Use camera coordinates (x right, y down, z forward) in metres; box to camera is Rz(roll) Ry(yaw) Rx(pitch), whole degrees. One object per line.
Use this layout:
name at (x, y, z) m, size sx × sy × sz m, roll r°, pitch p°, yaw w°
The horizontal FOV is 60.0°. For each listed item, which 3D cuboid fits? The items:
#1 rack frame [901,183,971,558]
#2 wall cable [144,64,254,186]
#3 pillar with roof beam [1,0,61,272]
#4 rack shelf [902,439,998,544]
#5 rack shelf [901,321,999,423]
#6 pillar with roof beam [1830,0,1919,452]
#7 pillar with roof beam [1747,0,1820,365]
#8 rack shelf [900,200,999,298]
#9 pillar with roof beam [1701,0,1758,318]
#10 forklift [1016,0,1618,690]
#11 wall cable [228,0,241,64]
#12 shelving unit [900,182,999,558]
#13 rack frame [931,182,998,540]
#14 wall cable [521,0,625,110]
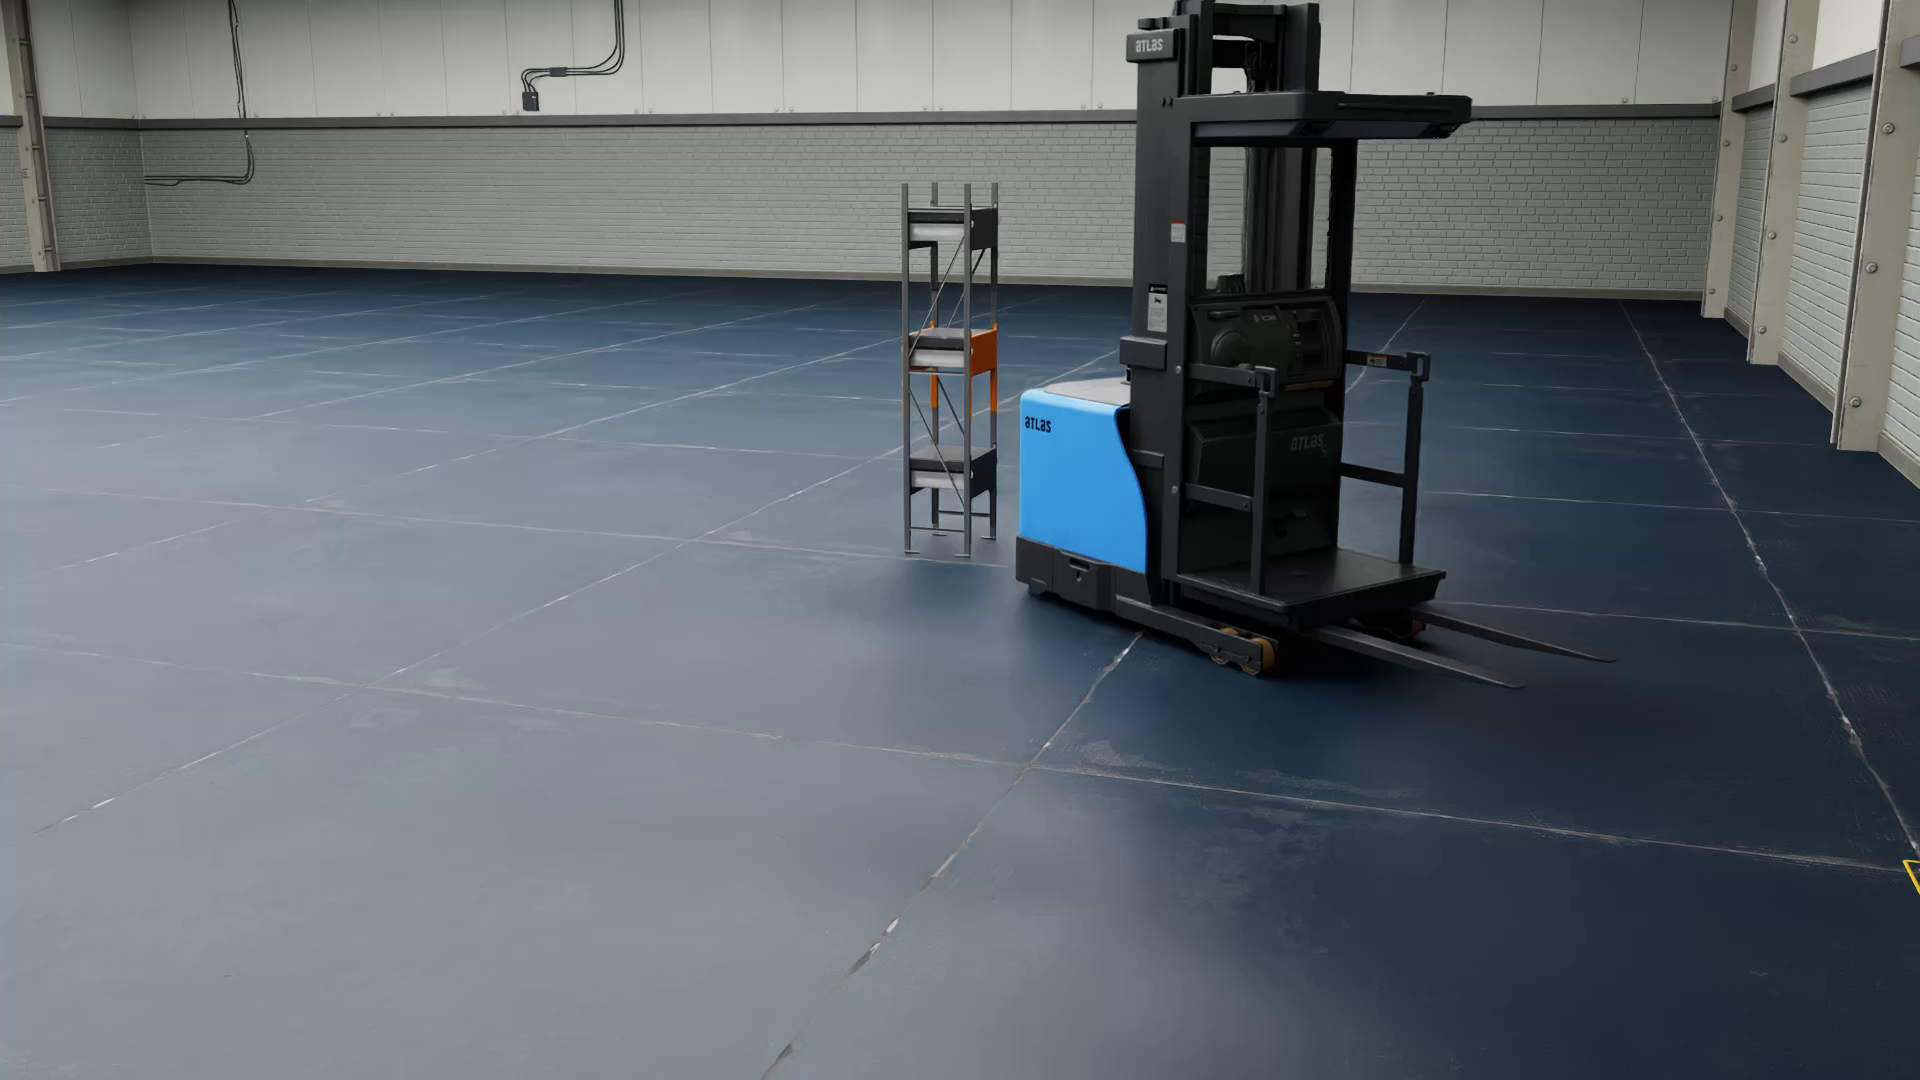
rack frame at (-0.133, -0.937, 9.376) m, size 0.400 × 2.100 × 0.015 m, roll 4°, pitch 14°, yaw 18°
wall cable at (-16.589, -8.934, 35.887) m, size 3.097 × 2.526 × 0.112 m, roll 4°, pitch 14°, yaw 18°
pillar with roof beam at (-14.720, -9.613, 31.883) m, size 9.100 × 9.000 × 0.400 m, roll 4°, pitch 14°, yaw 18°
rack shelf at (-0.054, -0.293, 9.760) m, size 0.431 × 0.518 × 0.480 m, roll 4°, pitch 14°, yaw 18°
rack shelf at (-0.054, -0.976, 9.605) m, size 0.431 × 0.518 × 0.480 m, roll 4°, pitch 14°, yaw 18°
pillar with roof beam at (3.056, -5.439, 13.593) m, size 9.100 × 9.000 × 0.400 m, roll 4°, pitch 14°, yaw 18°
pillar with roof beam at (4.997, -6.702, 19.128) m, size 9.100 × 9.000 × 0.400 m, roll 4°, pitch 14°, yaw 18°
rack shelf at (-0.054, -1.658, 9.449) m, size 0.431 × 0.518 × 0.480 m, roll 4°, pitch 14°, yaw 18°
pillar with roof beam at (6.938, -7.965, 24.663) m, size 9.100 × 9.000 × 0.400 m, roll 4°, pitch 14°, yaw 18°
forklift at (1.558, -0.953, 7.575) m, size 1.130 × 2.935 × 3.031 m, roll -9°, pitch 16°, yaw -35°
wall cable at (-14.029, -11.202, 34.472) m, size 3.097 × 2.526 × 0.112 m, roll 4°, pitch 14°, yaw 18°
shelving unit at (-0.054, -0.989, 9.602) m, size 0.431 × 2.100 × 0.503 m, roll 4°, pitch 14°, yaw 18°
rack frame at (0.025, -1.040, 9.827) m, size 0.400 × 2.100 × 0.015 m, roll 4°, pitch 14°, yaw 18°
wall cable at (-7.612, -11.419, 32.154) m, size 2.305 × 6.003 × 0.169 m, roll 4°, pitch 14°, yaw 18°
